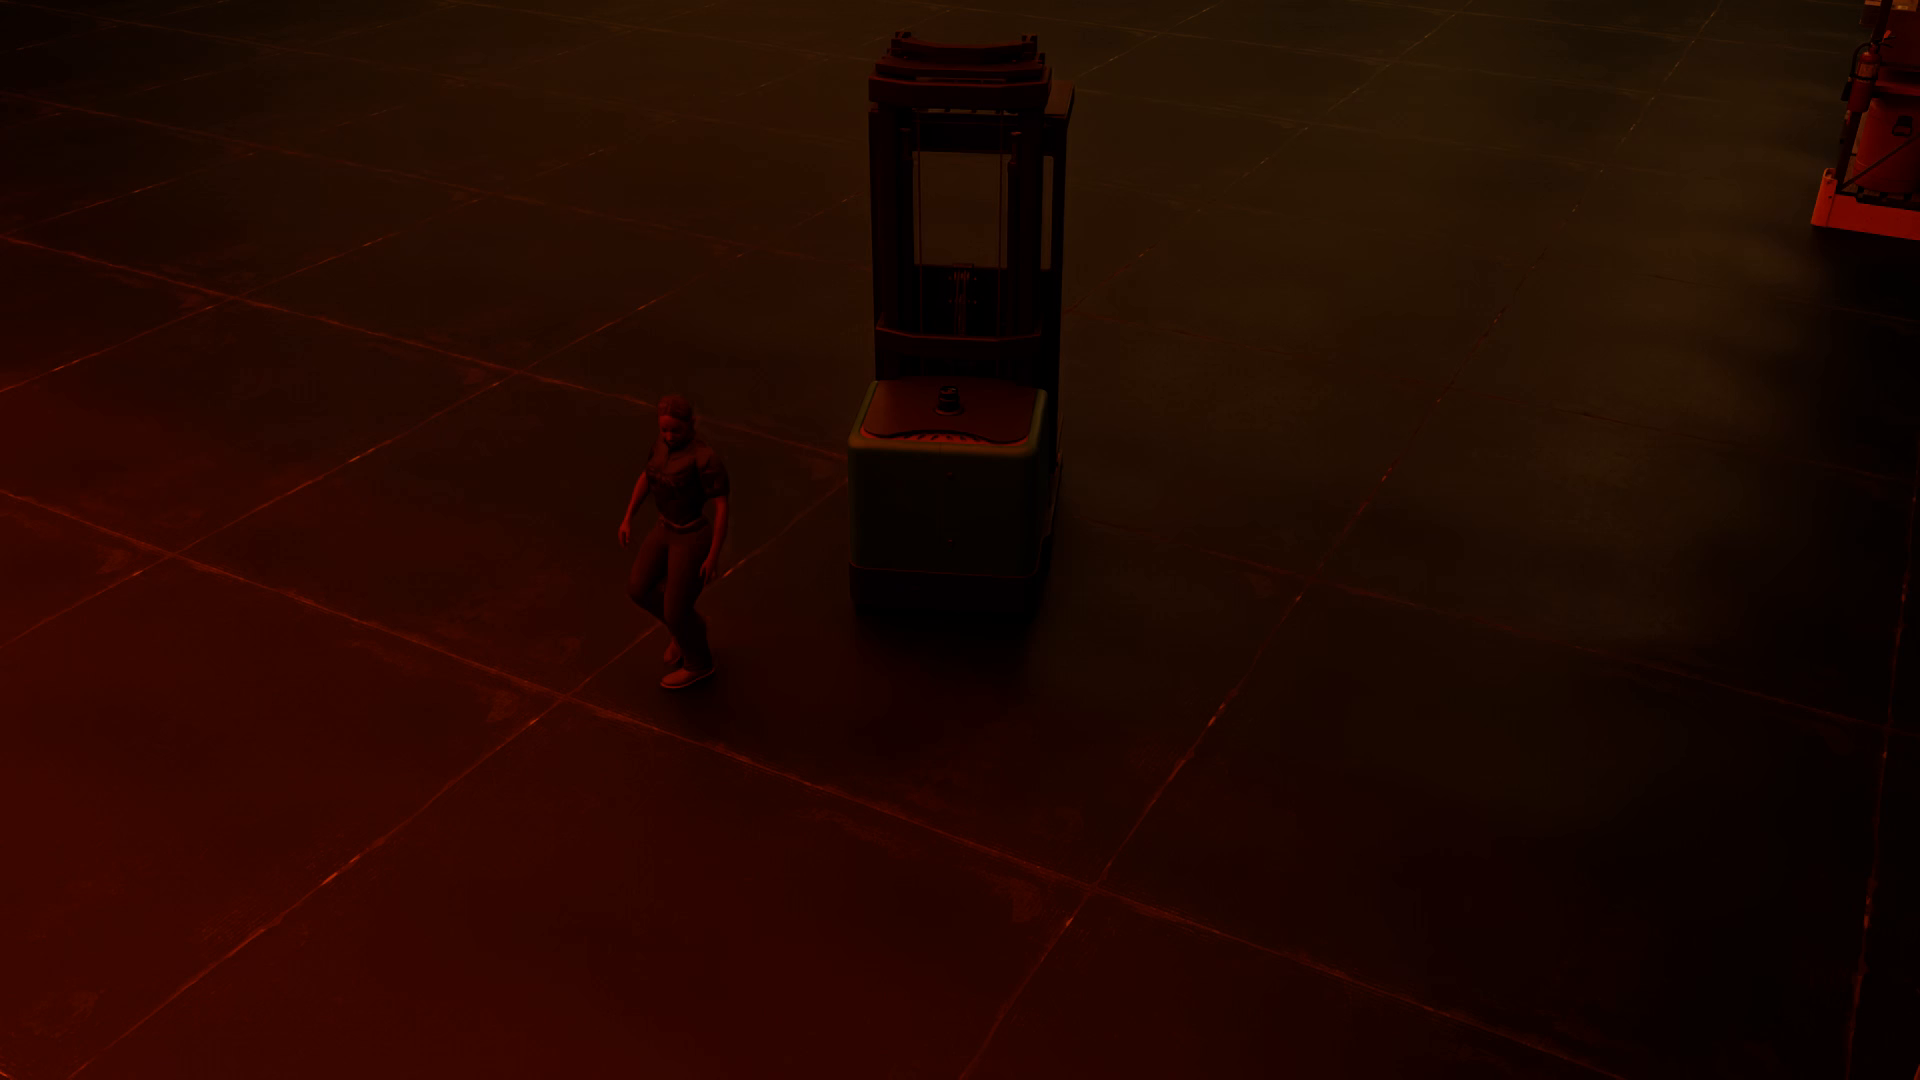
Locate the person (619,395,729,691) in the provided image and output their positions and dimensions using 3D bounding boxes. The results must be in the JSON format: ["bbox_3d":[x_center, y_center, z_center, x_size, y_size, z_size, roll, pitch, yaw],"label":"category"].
[{"bbox_3d":[-1.405,0.040,8.326,0.434,1.641,0.709,-20,36,-31],"label":"person"}]

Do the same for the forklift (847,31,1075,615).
[{"bbox_3d":[0.072,-1.572,9.794,1.130,2.935,3.031,3,30,6],"label":"forklift"}]
